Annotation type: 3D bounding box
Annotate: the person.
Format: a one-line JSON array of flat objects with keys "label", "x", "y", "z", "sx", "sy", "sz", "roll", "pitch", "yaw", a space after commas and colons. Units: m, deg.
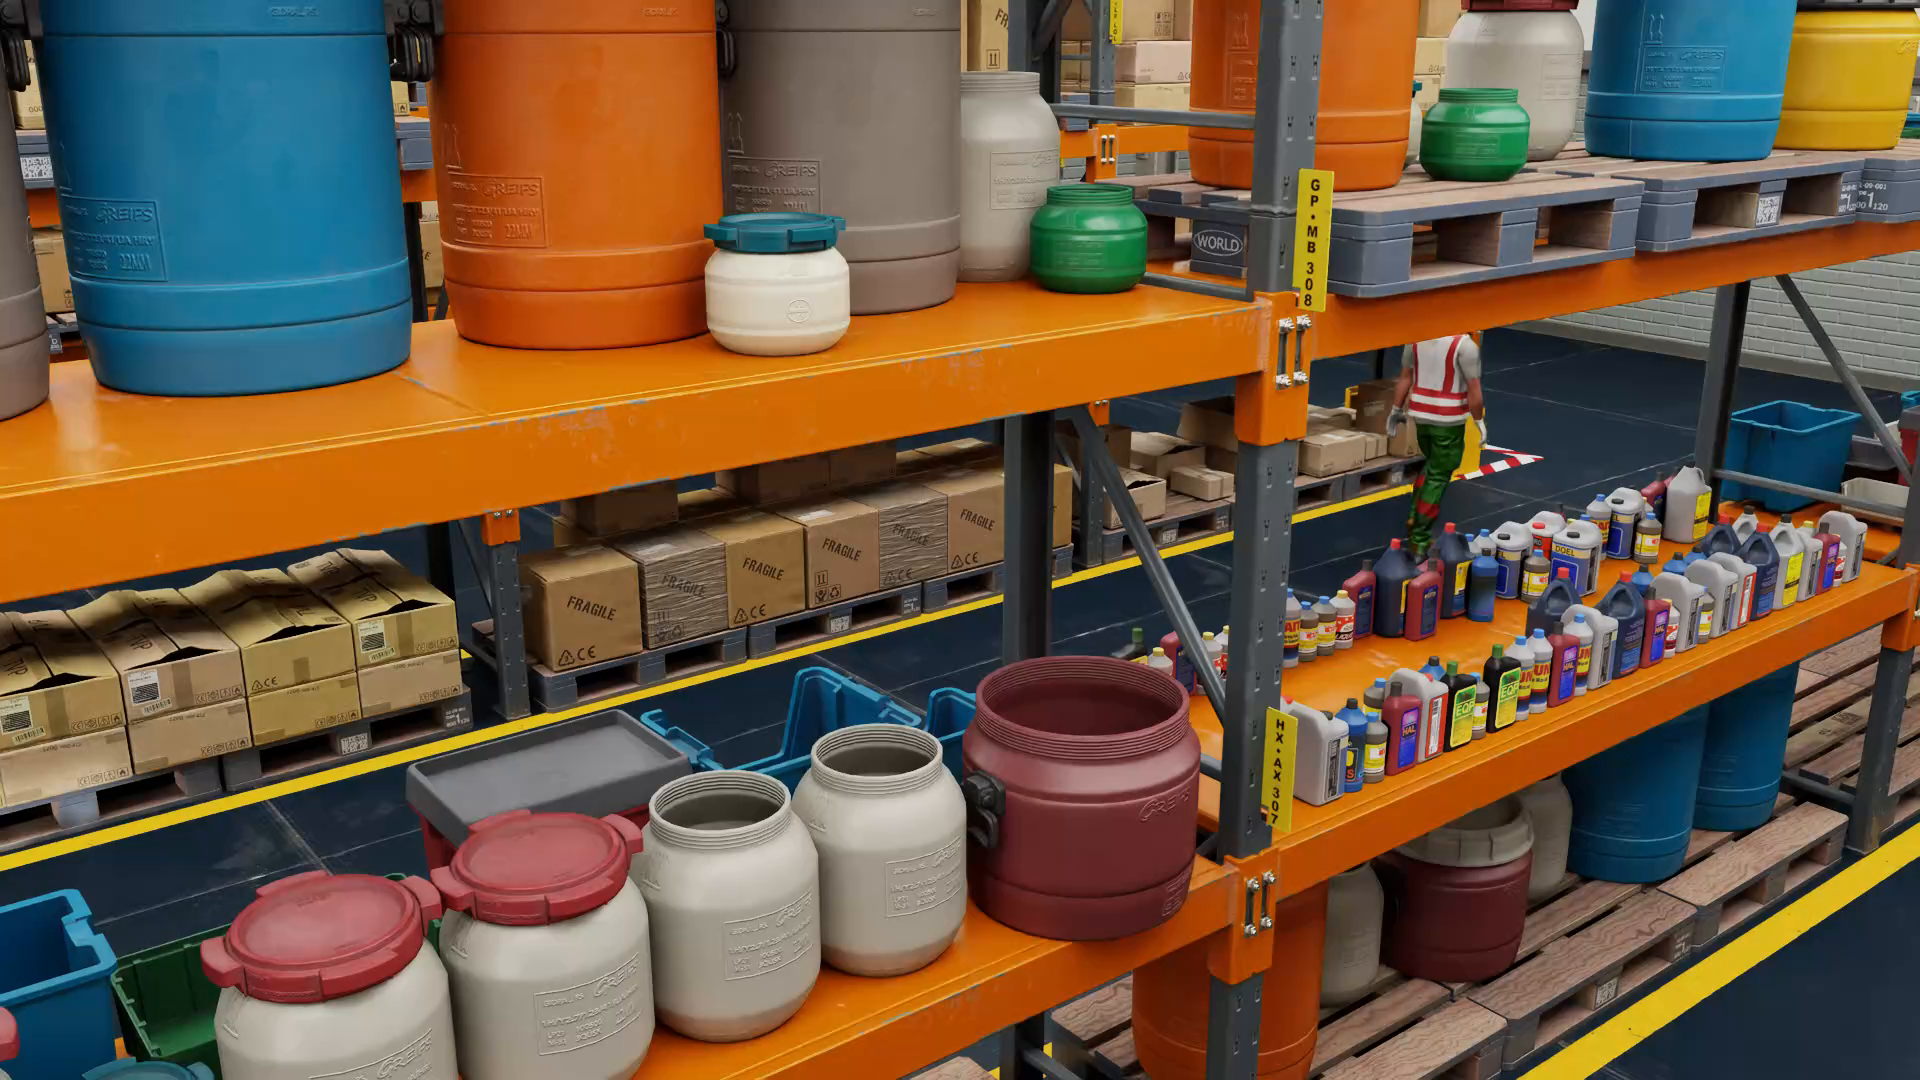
[{"label": "person", "x": 3.169, "y": -0.790, "z": 10.963, "sx": 0.491, "sy": 1.810, "sz": 0.630, "roll": -13, "pitch": 22, "yaw": -35}]
